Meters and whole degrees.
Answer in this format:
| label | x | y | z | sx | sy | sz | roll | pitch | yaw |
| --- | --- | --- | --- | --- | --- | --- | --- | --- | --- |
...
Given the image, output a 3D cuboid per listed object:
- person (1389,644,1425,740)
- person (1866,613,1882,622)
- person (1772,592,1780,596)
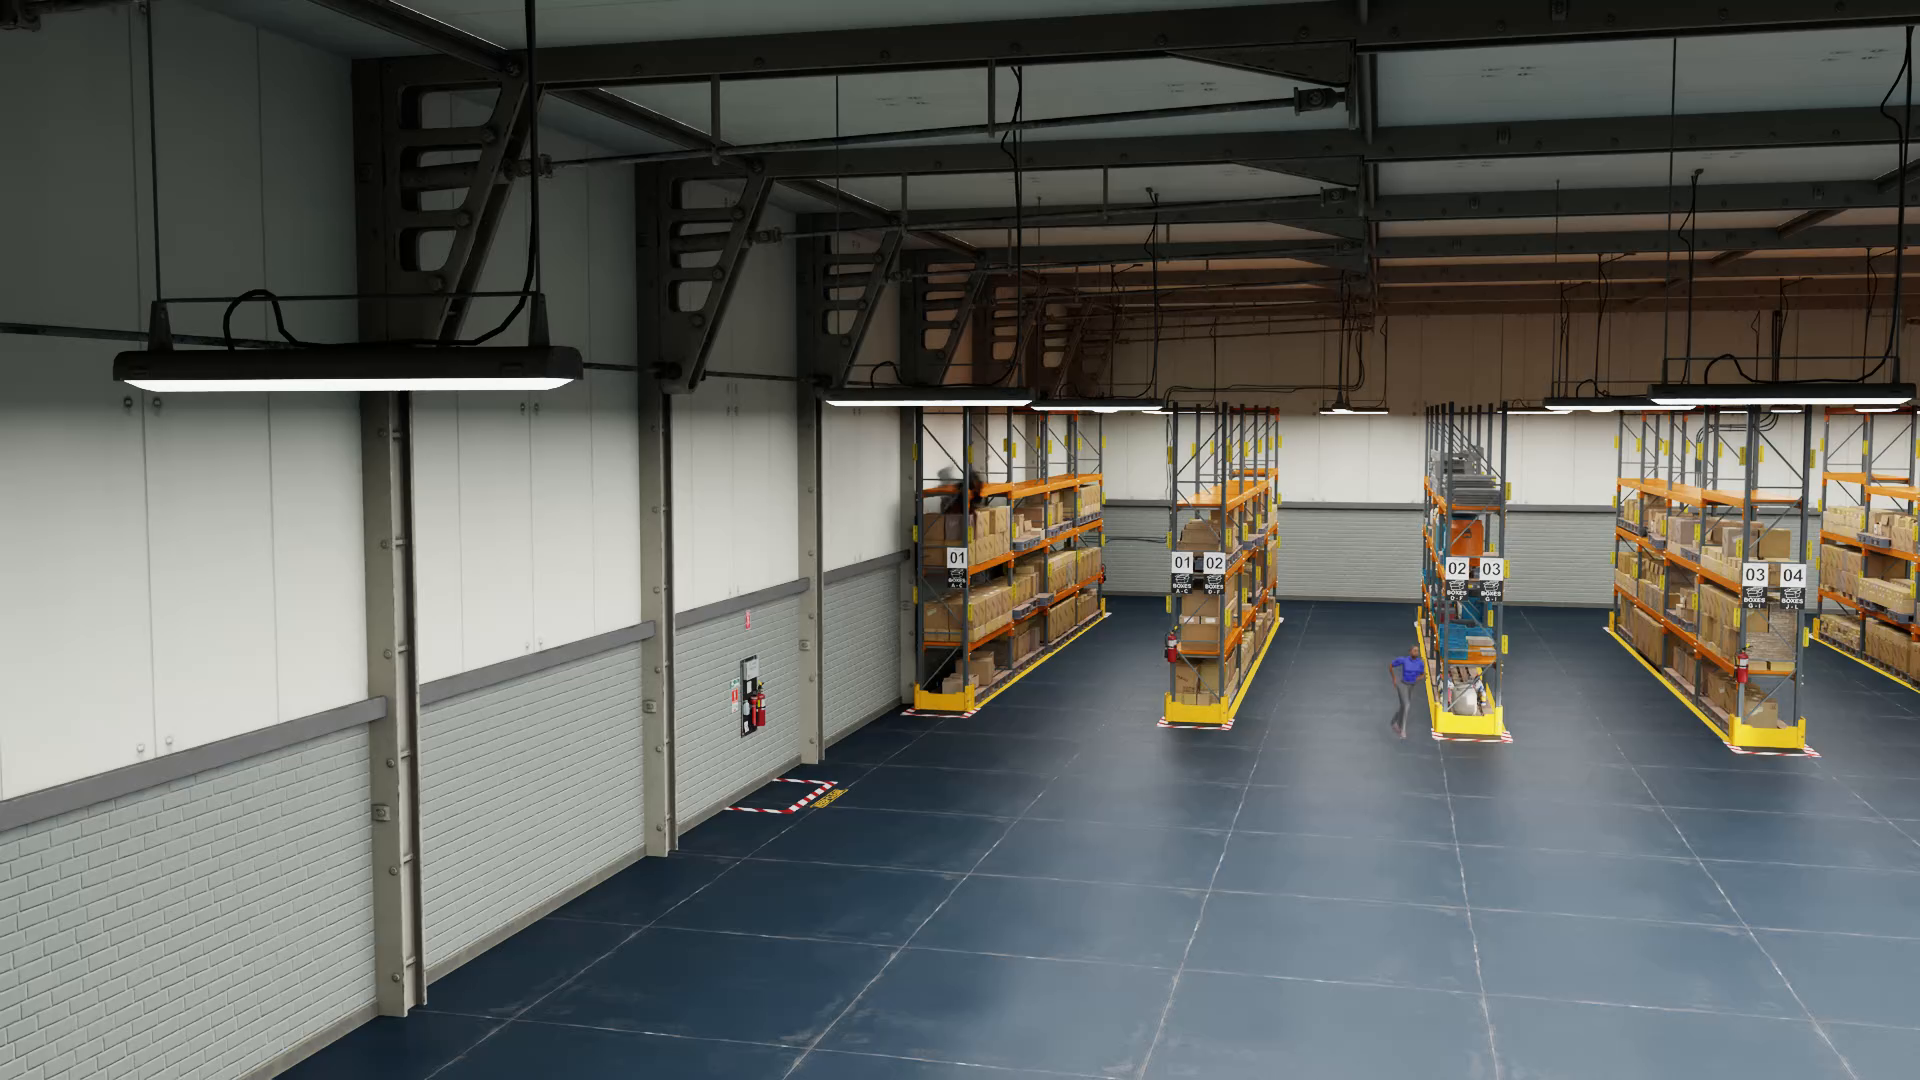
| label | x | y | z | sx | sy | sz | roll | pitch | yaw |
| --- | --- | --- | --- | --- | --- | --- | --- | --- | --- |
| person | 8.059 | 2.708 | 29.958 | 0.593 | 1.683 | 0.818 | -1 | 4 | -14 |
| person | 24.041 | 1.736 | 43.956 | 0.663 | 1.479 | 0.842 | -2 | 5 | -24 |
| person | 20.768 | 1.792 | 42.328 | 0.598 | 1.633 | 0.644 | 1 | 4 | 9 |
